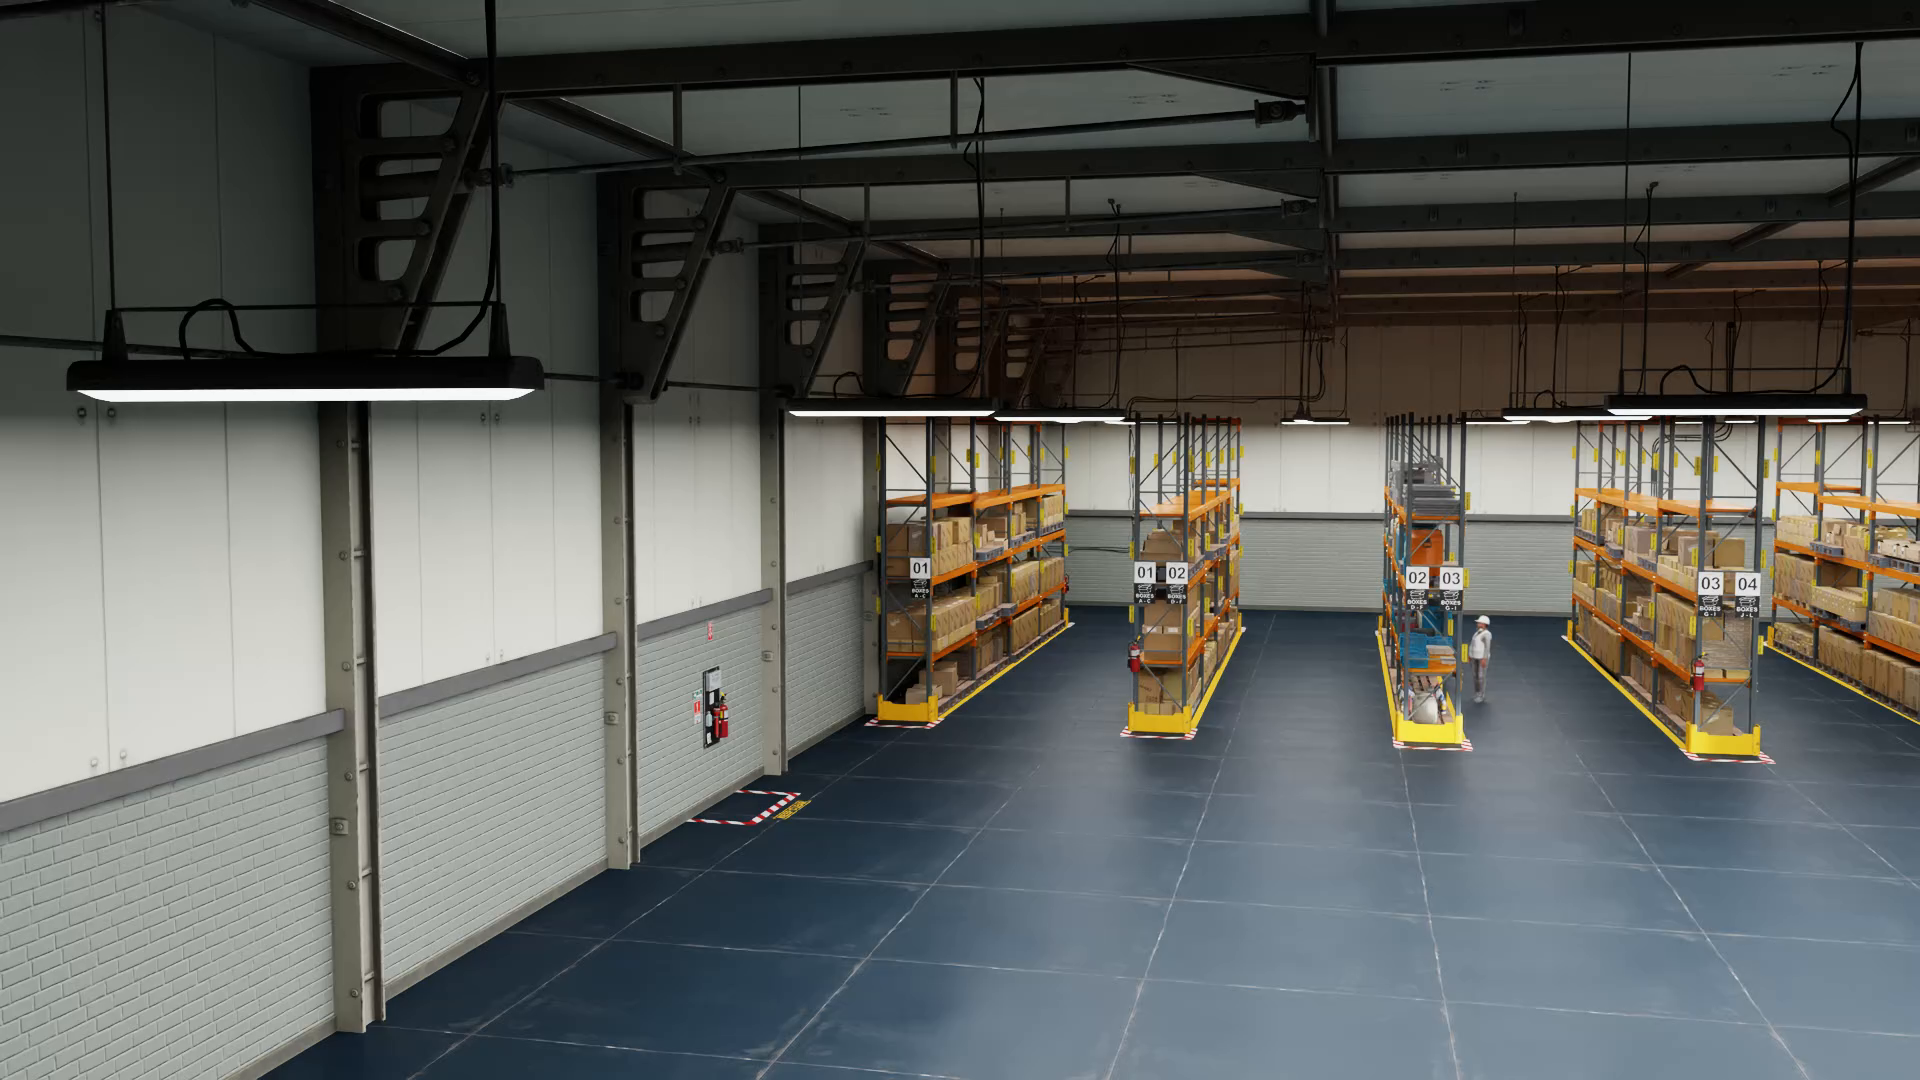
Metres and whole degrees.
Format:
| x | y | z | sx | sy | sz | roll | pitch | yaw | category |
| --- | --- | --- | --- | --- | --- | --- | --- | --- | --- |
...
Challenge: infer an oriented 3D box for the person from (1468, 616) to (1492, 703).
| x | y | z | sx | sy | sz | roll | pitch | yaw | category |
| --- | --- | --- | --- | --- | --- | --- | --- | --- | --- |
| 10.877 | 2.489 | 34.870 | 0.544 | 1.787 | 0.544 | -2 | 4 | -31 | person |
